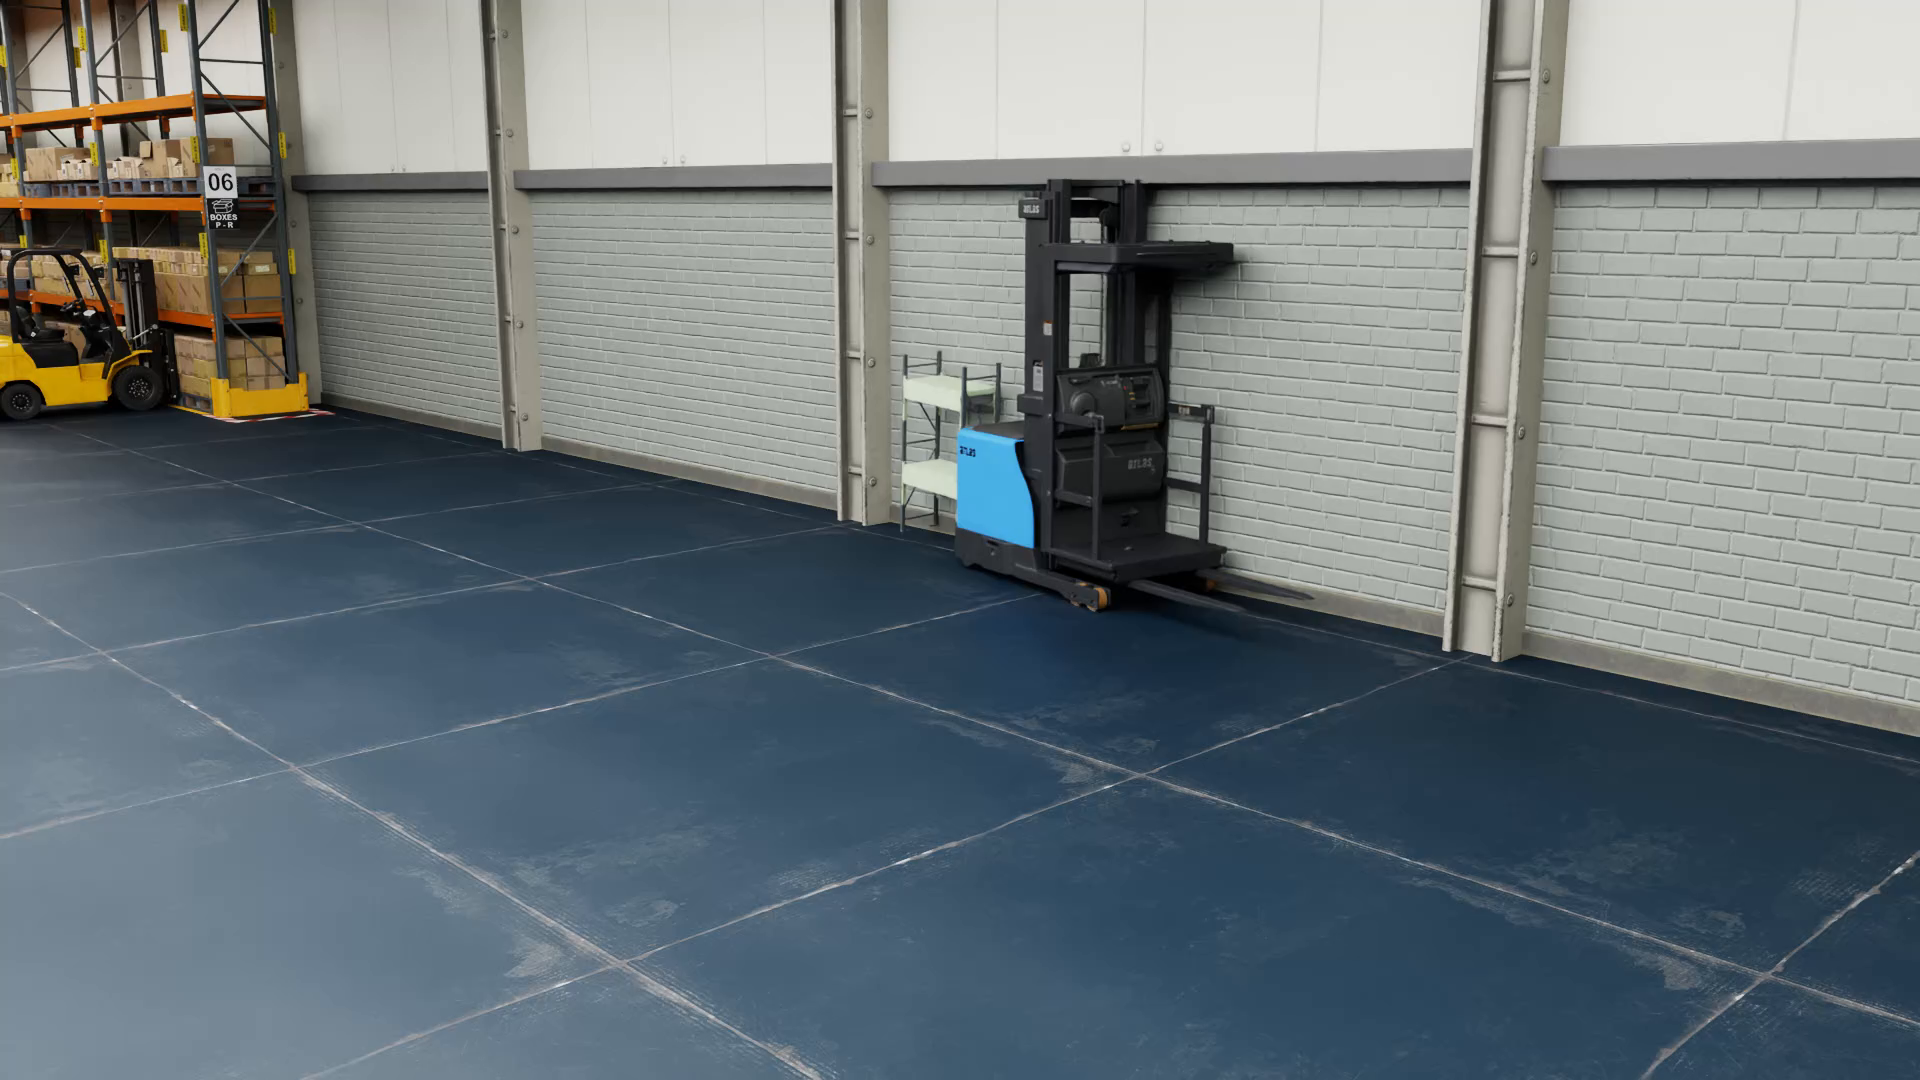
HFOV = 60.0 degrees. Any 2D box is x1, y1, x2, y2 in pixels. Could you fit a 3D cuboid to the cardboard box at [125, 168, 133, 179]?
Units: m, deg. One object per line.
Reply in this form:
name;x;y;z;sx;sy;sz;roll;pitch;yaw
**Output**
cardboard box;-11.443;-5.130;23.278;0.380;0.149;0.250;-10;15;-41

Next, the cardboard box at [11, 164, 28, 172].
cardboard box;-15.278;-6.079;27.195;0.380;0.149;0.250;-10;15;-41

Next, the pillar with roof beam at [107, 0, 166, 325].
pillar with roof beam;-16.388;-6.607;23.678;9.100;9.000;0.400;-11;16;-43

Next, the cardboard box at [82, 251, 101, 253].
cardboard box;-14.059;-4.611;27.006;0.380;0.149;0.250;-11;16;-43

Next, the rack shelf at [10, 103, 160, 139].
rack shelf;-13.445;-6.431;25.600;1.077;0.370;4.000;-11;16;-43

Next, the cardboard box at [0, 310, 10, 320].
cardboard box;-16.756;-3.981;29.348;0.380;0.149;0.250;-11;16;-43

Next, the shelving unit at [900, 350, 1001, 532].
shelving unit;-0.086;-0.742;13.632;0.431;1.500;0.755;-12;20;-40

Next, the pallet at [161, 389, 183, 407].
pallet;-10.699;-2.084;23.501;1.003;0.211;1.213;-11;16;-43

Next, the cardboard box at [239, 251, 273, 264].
cardboard box;-9.379;-3.757;22.119;0.380;0.149;0.250;-11;16;-44

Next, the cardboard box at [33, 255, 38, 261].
cardboard box;-14.819;-4.612;27.009;0.380;0.149;0.250;-10;15;-41

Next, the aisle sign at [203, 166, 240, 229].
aisle sign;-9.469;-4.388;21.335;0.394;0.787;0.004;-11;16;-43

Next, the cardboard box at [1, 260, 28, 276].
cardboard box;-15.789;-4.574;28.010;0.500;0.250;0.500;11;16;42

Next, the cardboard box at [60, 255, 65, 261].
cardboard box;-13.921;-4.425;26.102;0.380;0.149;0.250;-10;16;-41

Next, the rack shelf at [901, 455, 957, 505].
rack shelf;-0.094;-0.428;13.718;0.431;0.370;0.720;-12;20;-40

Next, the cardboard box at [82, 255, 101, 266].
cardboard box;-13.061;-4.233;25.168;0.250;0.149;0.380;11;16;43

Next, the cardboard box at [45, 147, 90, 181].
cardboard box;-13.800;-5.818;25.745;0.500;0.500;0.500;-10;16;-41

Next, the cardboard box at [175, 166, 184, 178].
cardboard box;-10.094;-4.845;21.894;0.250;0.149;0.380;11;16;44

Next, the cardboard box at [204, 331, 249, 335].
cardboard box;-10.182;-2.758;23.158;0.500;0.250;0.500;-11;16;-43

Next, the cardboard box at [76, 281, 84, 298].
cardboard box;-13.273;-3.862;25.596;0.500;0.250;0.500;-11;16;-42

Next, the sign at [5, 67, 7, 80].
sign;-17.192;-8.468;30.007;0.100;0.325;0.005;-11;16;-43

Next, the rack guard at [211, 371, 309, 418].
rack guard;-9.285;-1.938;22.078;1.175;0.500;0.348;-11;16;-43

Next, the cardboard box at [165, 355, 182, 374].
cardboard box;-10.574;-2.444;22.874;0.500;0.250;0.500;-11;16;-44

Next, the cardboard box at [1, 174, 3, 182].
cardboard box;-15.913;-6.098;28.027;0.380;0.149;0.250;-11;16;-42

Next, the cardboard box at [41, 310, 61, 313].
cardboard box;-15.893;-3.933;29.114;0.380;0.149;0.250;-11;16;-42

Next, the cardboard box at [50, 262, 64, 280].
cardboard box;-14.004;-4.253;26.256;0.500;0.250;0.500;11;16;44

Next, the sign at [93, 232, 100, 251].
sign;-14.427;-4.978;27.770;0.100;0.325;0.005;-11;16;-43

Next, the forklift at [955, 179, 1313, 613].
forklift;1.203;-1.051;11.749;1.130;2.935;3.031;-8;14;-33

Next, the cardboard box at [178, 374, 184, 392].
cardboard box;-10.530;-2.197;22.916;0.500;0.250;0.500;-11;16;-42

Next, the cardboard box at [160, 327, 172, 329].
cardboard box;-11.611;-2.908;23.886;0.500;0.250;0.500;-11;16;-42

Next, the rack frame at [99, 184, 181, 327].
rack frame;-12.064;-3.749;24.676;1.000;3.000;0.127;-11;16;-43

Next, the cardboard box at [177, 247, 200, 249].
cardboard box;-11.071;-4.150;24.029;0.380;0.149;0.250;-11;16;-44

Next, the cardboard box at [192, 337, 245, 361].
cardboard box;-9.845;-2.538;22.092;0.500;0.250;0.500;-10;15;-41

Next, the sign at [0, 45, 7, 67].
sign;-15.212;-7.691;26.428;0.100;0.325;0.005;-11;16;-43

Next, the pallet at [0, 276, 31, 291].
pallet;-15.345;-4.328;27.961;1.213;0.211;1.003;-11;16;-43

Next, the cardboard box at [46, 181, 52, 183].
cardboard box;-15.066;-6.049;27.790;0.380;0.149;0.250;-11;16;-43

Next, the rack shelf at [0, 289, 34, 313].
rack shelf;-16.208;-4.273;28.999;1.077;0.370;4.000;-11;16;-43

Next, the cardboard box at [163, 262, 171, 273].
cardboard box;-10.648;-3.727;22.715;0.380;0.149;0.250;-11;16;-42

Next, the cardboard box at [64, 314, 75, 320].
cardboard box;-14.961;-3.752;28.234;0.380;0.149;0.250;-10;15;-40

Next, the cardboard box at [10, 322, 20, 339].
cardboard box;-15.975;-3.497;28.604;0.500;0.500;0.500;-10;15;-40

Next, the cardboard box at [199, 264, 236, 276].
cardboard box;-9.744;-3.544;21.823;0.380;0.149;0.250;-11;16;-42

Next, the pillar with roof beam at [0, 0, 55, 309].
pillar with roof beam;-20.531;-7.482;27.928;9.100;9.000;0.548;-11;16;-43

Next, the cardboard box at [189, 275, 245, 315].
cardboard box;-9.832;-3.250;22.003;0.500;0.500;0.500;-11;16;-44

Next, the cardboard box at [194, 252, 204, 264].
cardboard box;-9.895;-3.732;22.002;0.380;0.149;0.250;-11;16;-42
